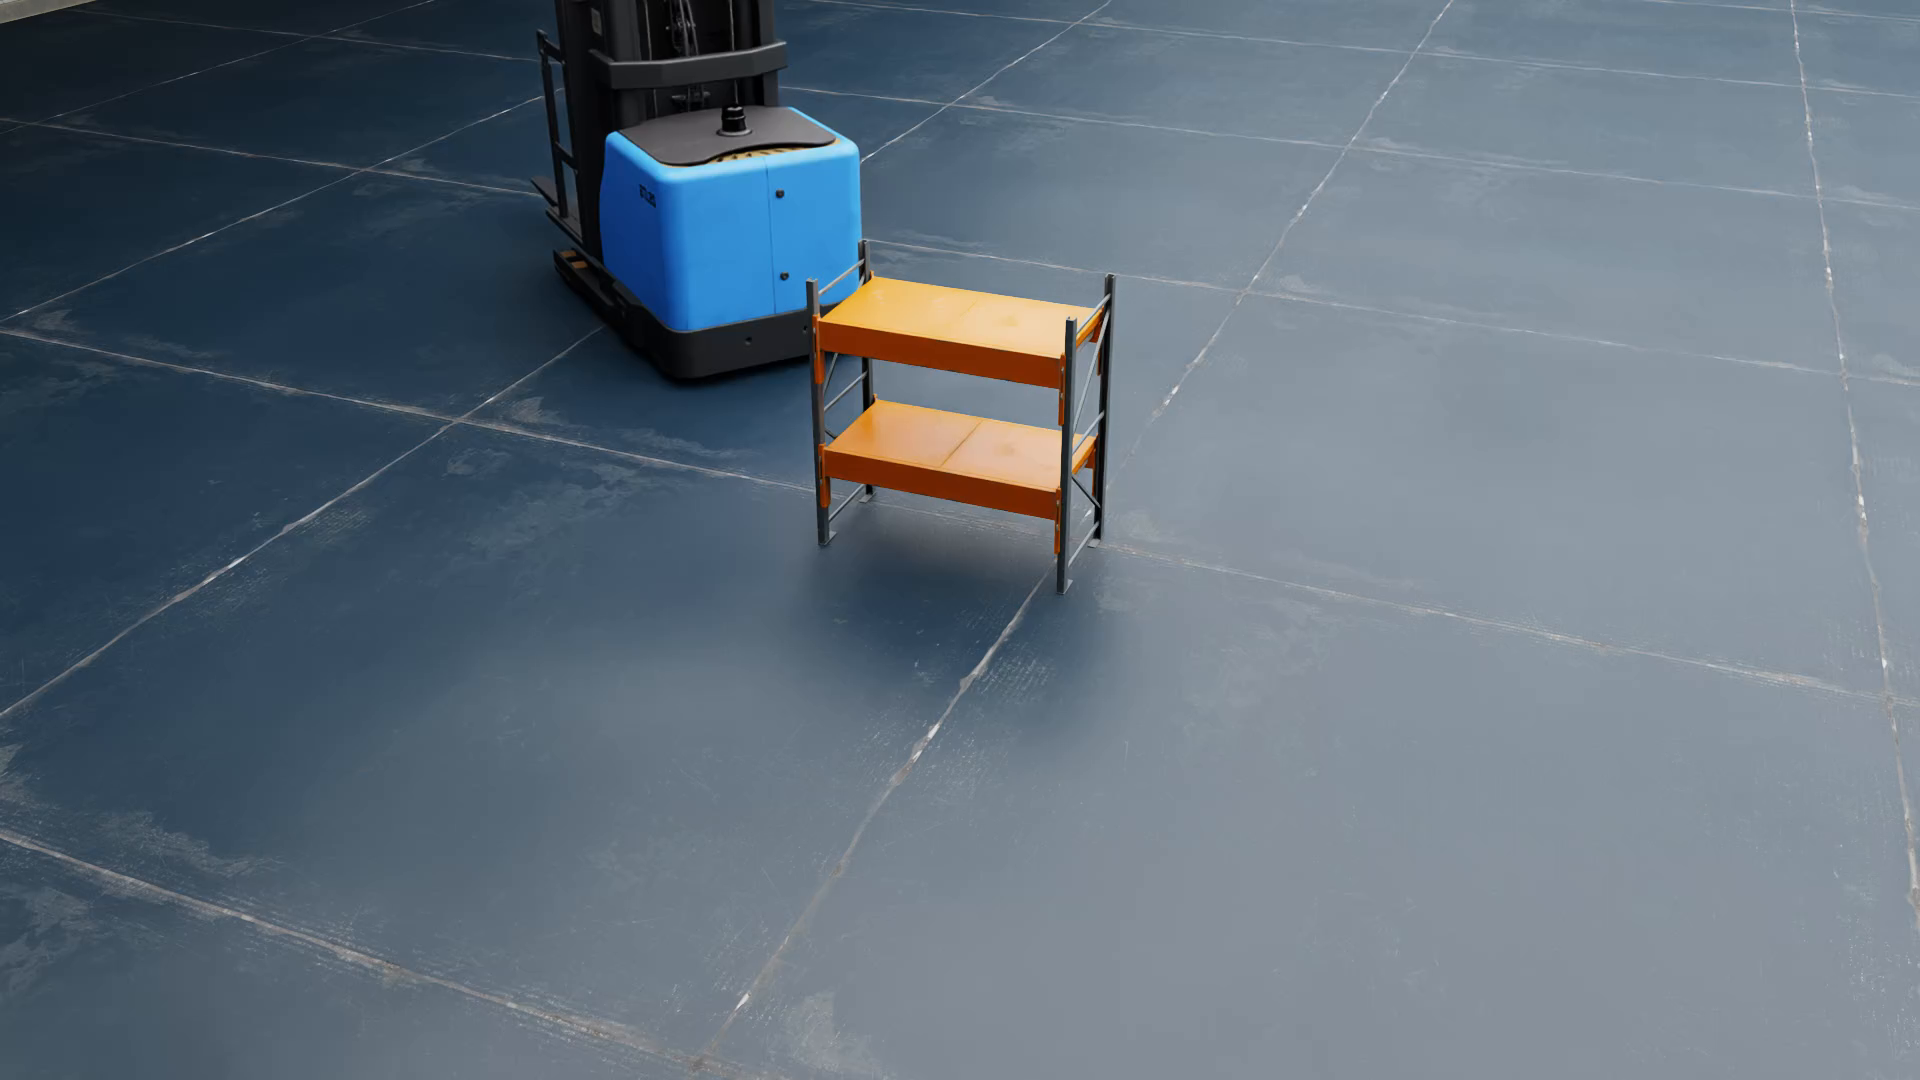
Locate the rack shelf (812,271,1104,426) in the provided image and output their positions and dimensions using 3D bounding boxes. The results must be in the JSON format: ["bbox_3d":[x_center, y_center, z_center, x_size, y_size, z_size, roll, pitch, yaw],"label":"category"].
[{"bbox_3d":[0.006,-0.743,6.327,1.000,0.278,0.538,11,31,19],"label":"rack shelf"}]

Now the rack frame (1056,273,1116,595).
[{"bbox_3d":[0.477,-0.394,6.305,0.032,1.125,0.500,11,31,19],"label":"rack frame"}]

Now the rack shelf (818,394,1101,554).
[{"bbox_3d":[0.006,-0.276,6.591,1.000,0.278,0.538,11,31,19],"label":"rack shelf"}]

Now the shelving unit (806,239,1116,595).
[{"bbox_3d":[0.006,-0.488,6.471,1.048,1.125,0.538,11,31,19],"label":"shelving unit"}]

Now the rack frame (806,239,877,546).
[{"bbox_3d":[-0.465,-0.582,6.637,0.032,1.125,0.500,11,31,19],"label":"rack frame"}]

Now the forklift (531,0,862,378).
[{"bbox_3d":[-1.620,-2.745,8.628,1.130,2.935,3.031,-15,33,-25],"label":"forklift"}]
